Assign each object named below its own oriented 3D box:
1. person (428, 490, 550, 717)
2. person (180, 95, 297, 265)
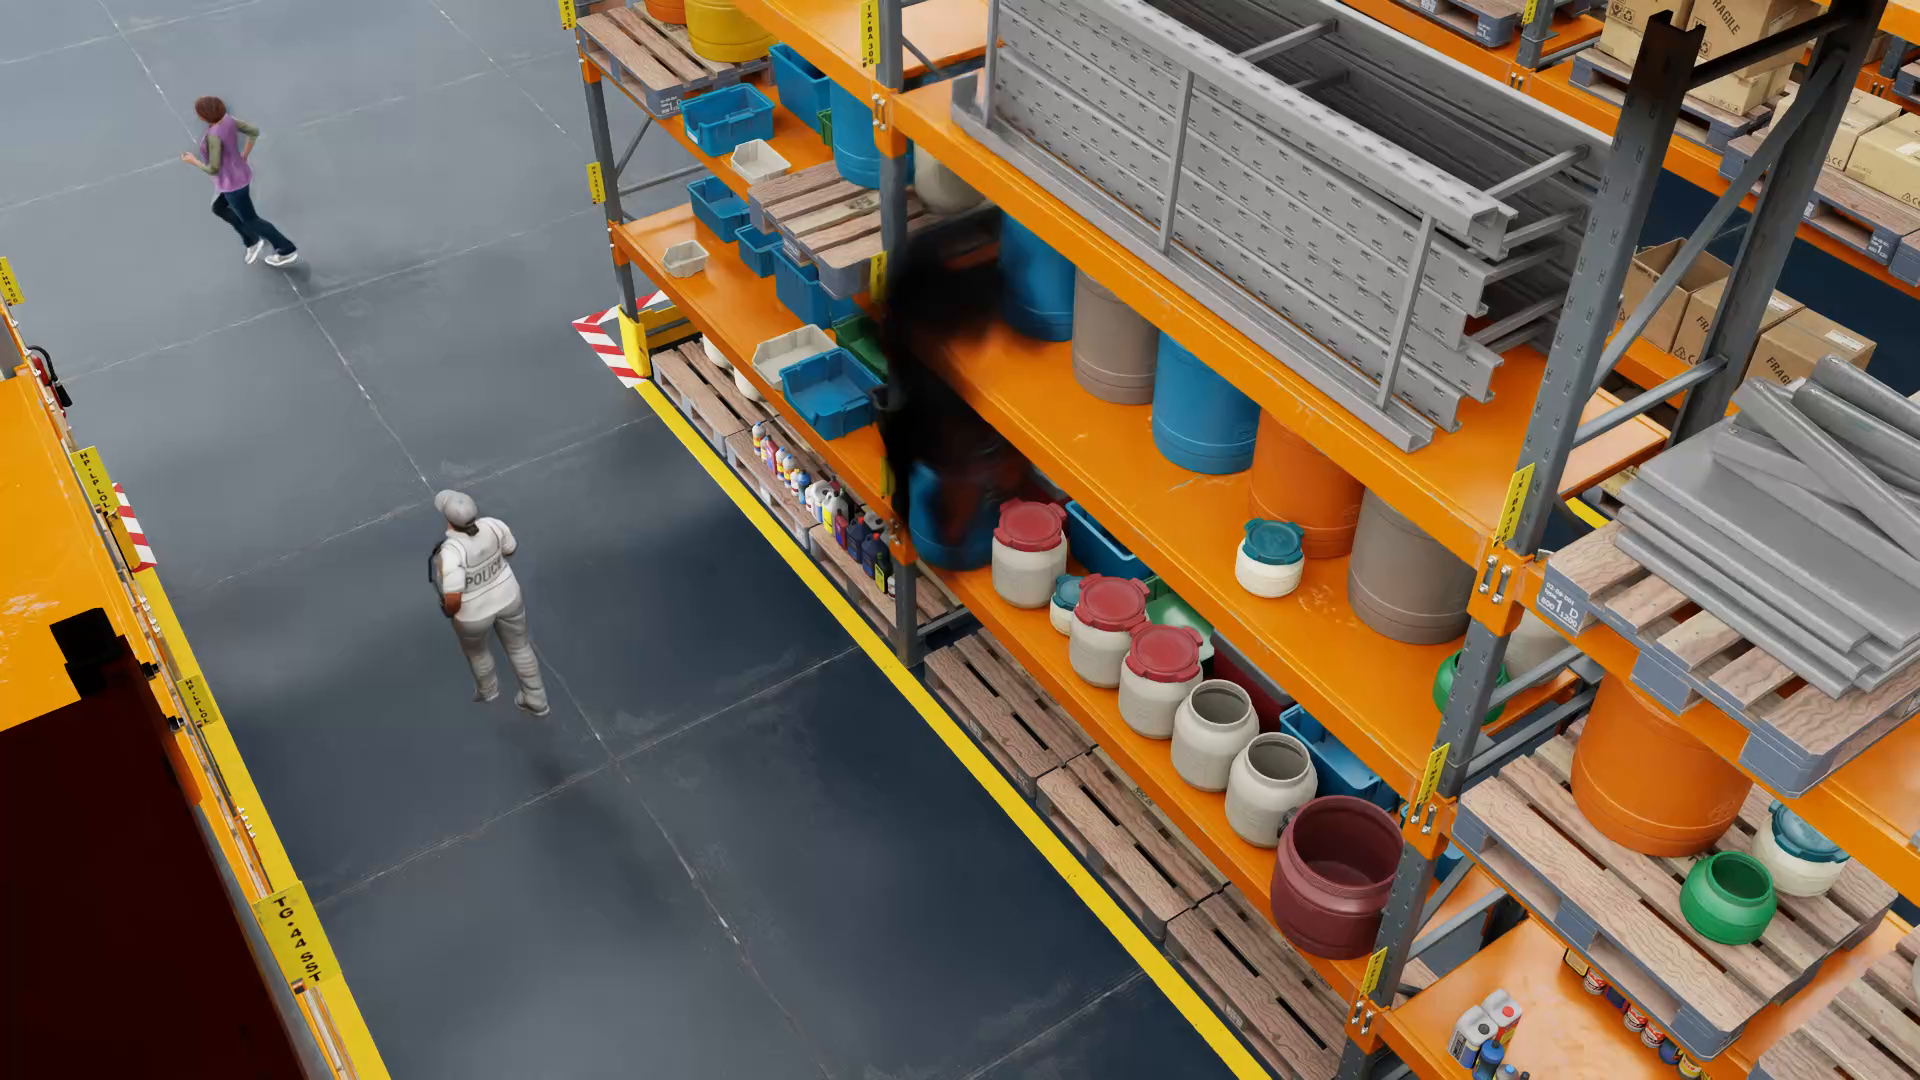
[{"bbox_3d":[-2.780,0.404,9.704,0.584,1.777,0.678,-32,52,-30],"label":"person"},{"bbox_3d":[-6.020,-2.953,13.790,0.685,1.618,0.506,-6,43,-7],"label":"person"}]
